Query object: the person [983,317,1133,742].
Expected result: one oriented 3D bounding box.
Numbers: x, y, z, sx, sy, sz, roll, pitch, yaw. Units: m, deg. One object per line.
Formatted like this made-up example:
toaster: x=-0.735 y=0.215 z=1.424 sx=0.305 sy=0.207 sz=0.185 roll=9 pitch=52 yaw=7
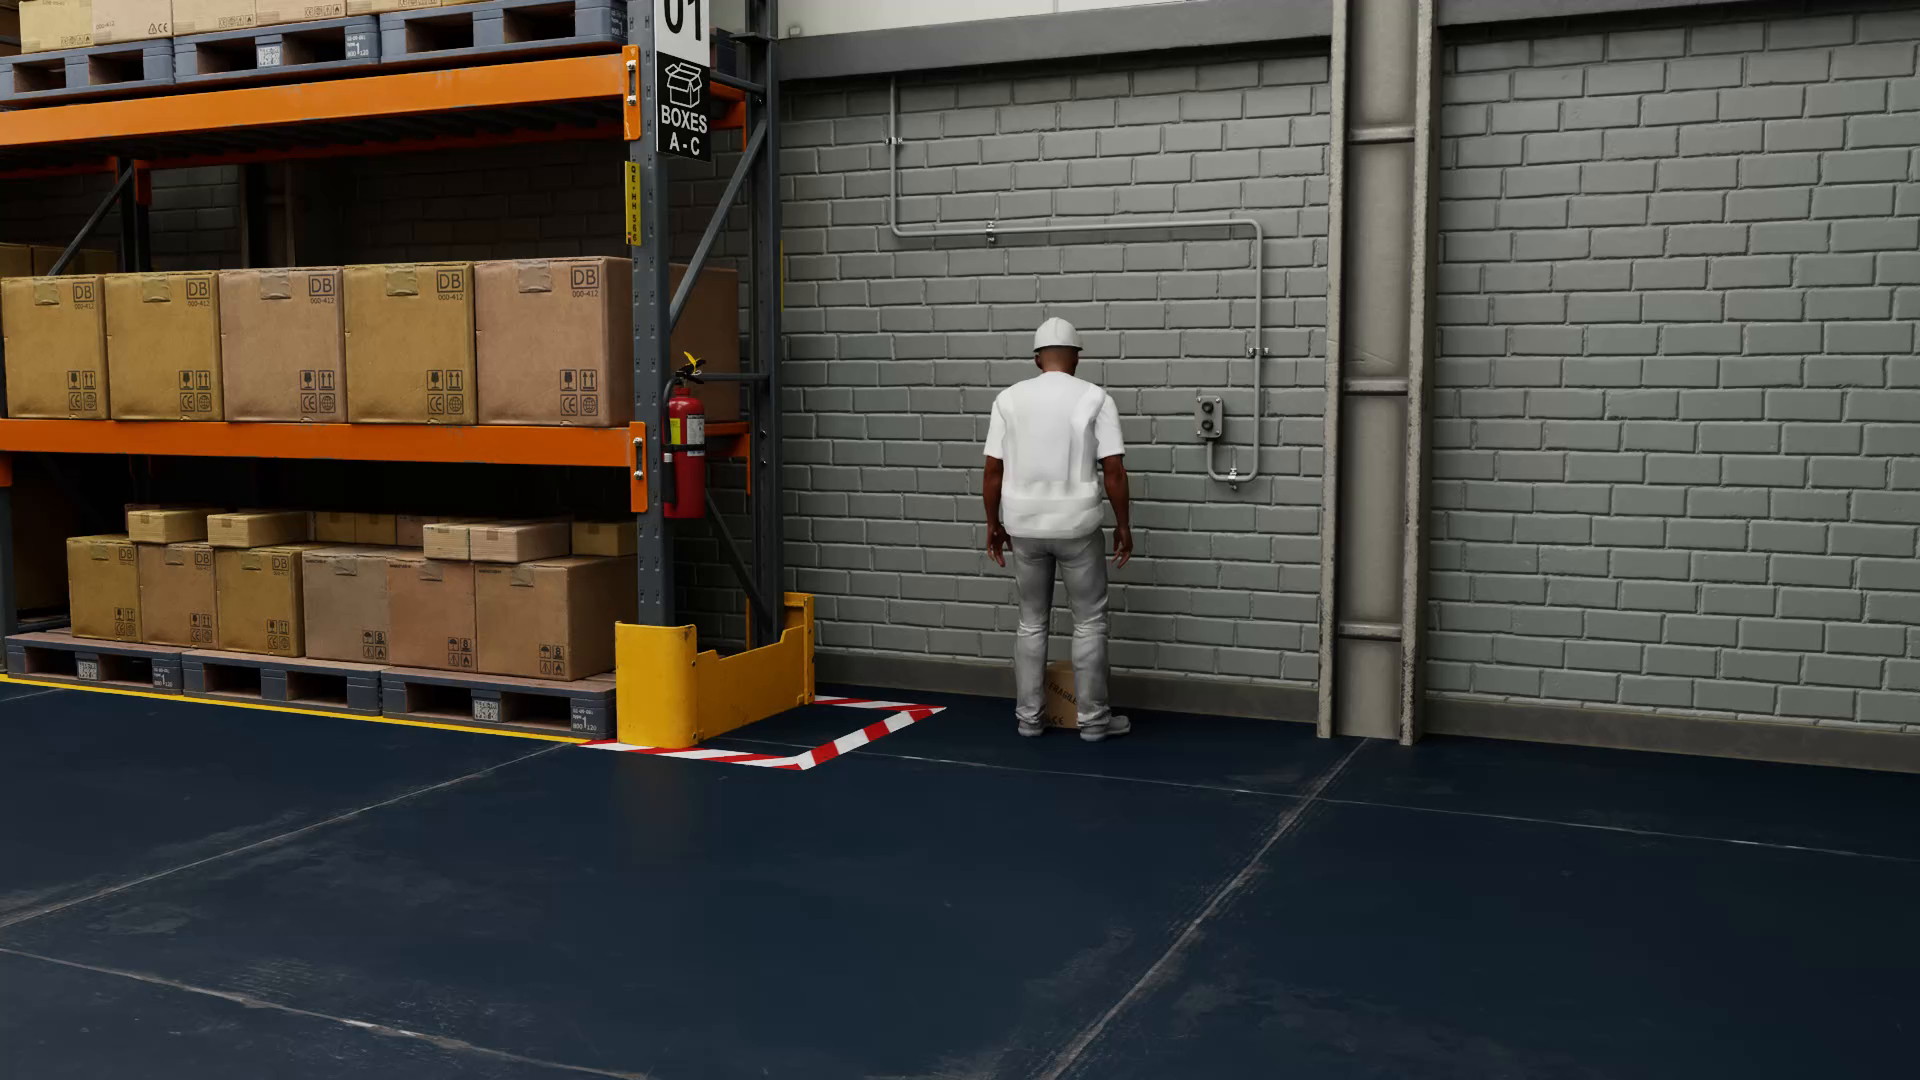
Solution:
person: x=0.412 y=-0.053 z=7.000 sx=0.634 sy=1.760 sz=0.459 roll=2 pitch=6 yaw=20
